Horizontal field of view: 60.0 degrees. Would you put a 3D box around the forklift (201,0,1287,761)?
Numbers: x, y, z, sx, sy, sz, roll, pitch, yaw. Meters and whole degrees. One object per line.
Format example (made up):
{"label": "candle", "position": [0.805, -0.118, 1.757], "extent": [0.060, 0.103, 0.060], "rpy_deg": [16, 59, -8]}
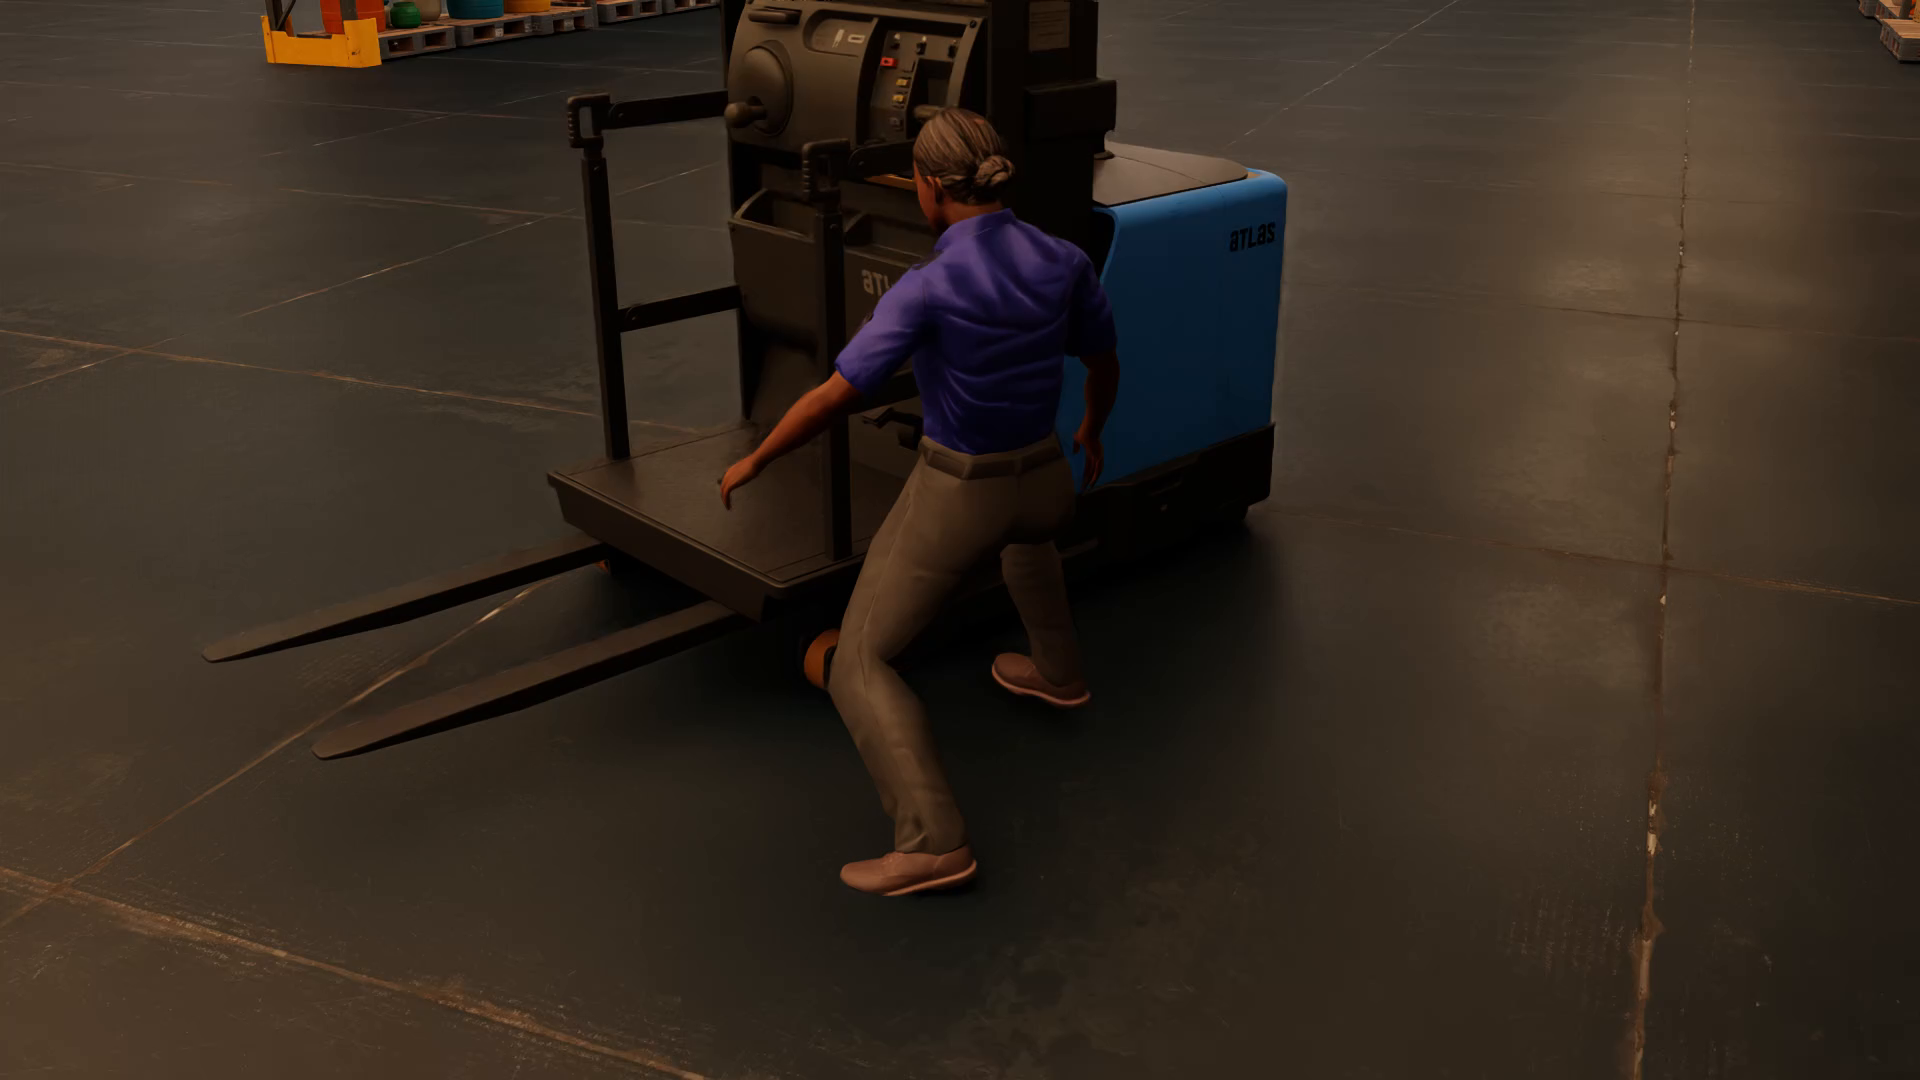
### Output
{"label": "forklift", "position": [-0.441, -1.187, 4.132], "extent": [3.031, 2.935, 1.130], "rpy_deg": [-20, 30, -39]}

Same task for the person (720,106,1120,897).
{"label": "person", "position": [-0.006, -0.112, 3.453], "extent": [0.877, 1.534, 0.693], "rpy_deg": [-13, 26, -29]}
